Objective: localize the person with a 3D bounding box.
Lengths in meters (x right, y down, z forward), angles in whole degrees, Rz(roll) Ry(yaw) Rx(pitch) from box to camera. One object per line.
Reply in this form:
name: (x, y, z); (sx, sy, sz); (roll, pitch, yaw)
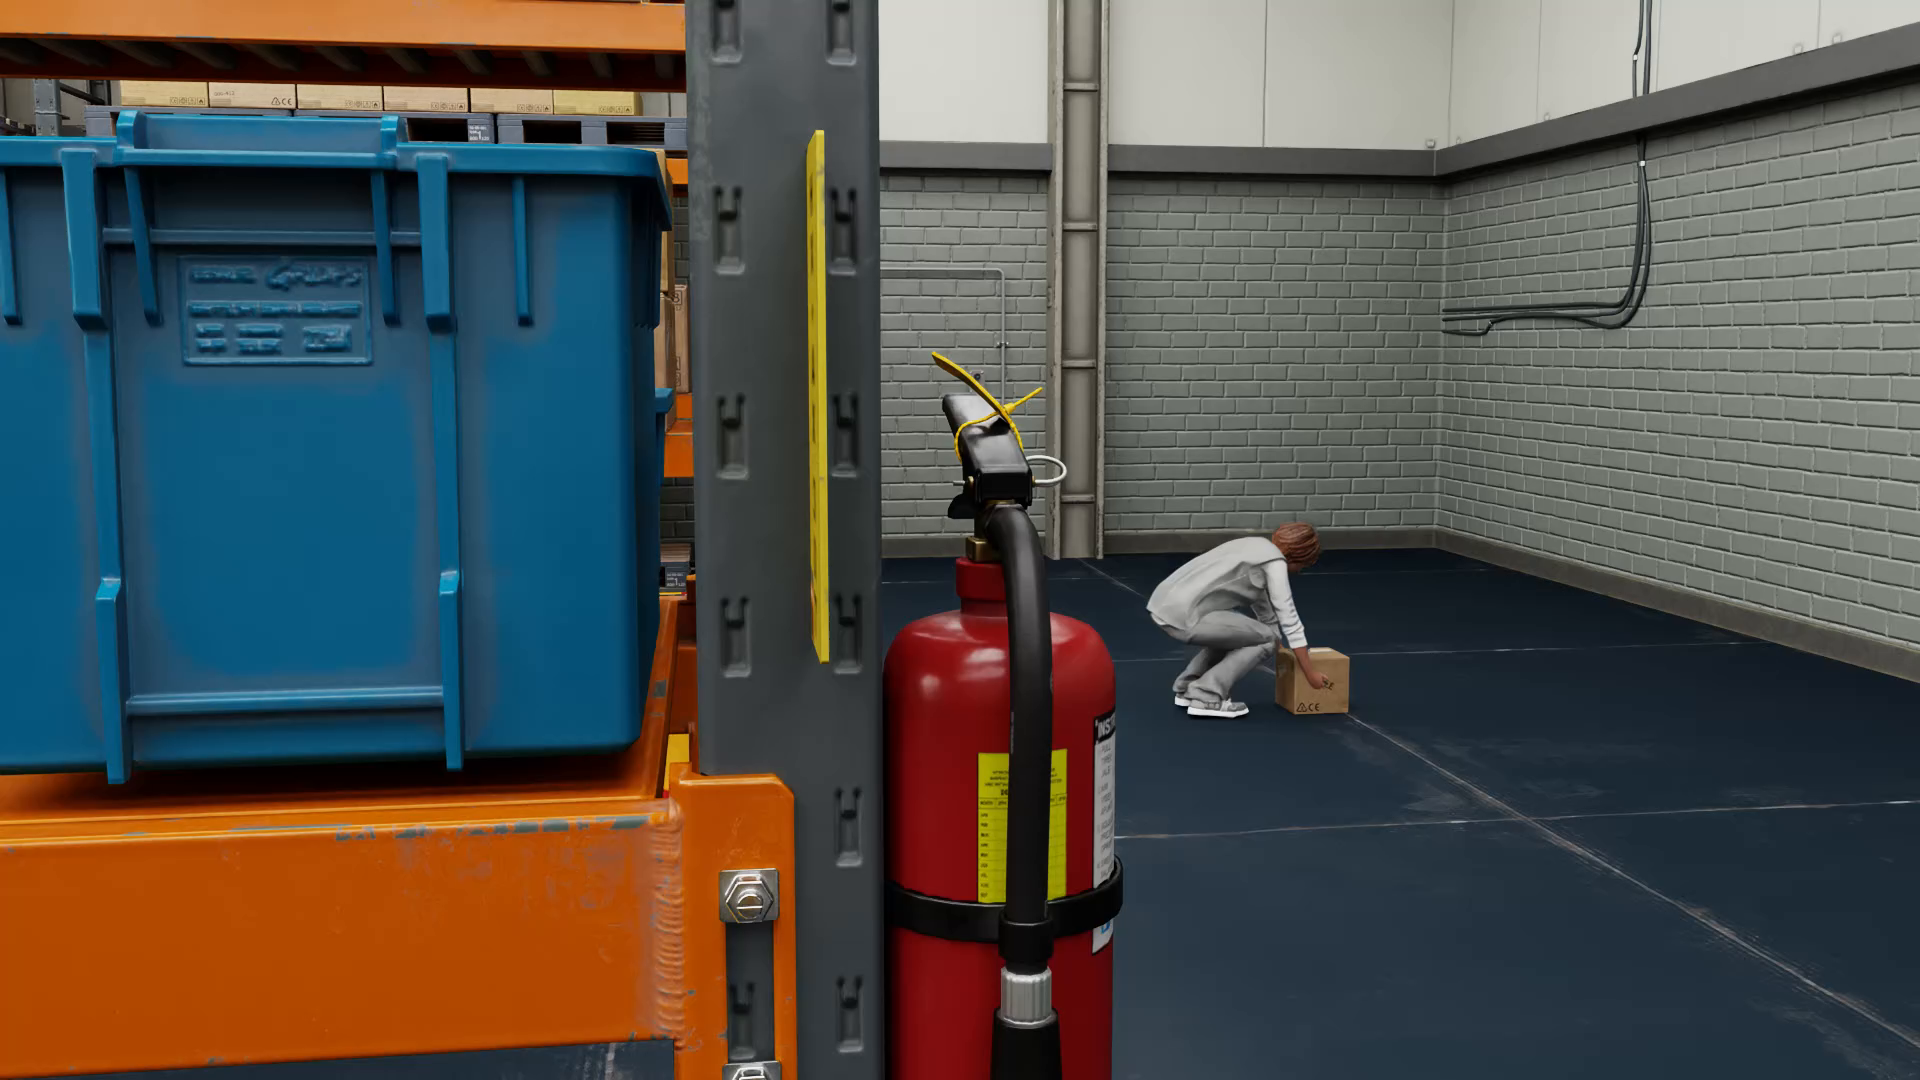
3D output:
person: (1.217, 0.349, 7.360); (0.804, 0.829, 0.440); (-1, 7, -9)
